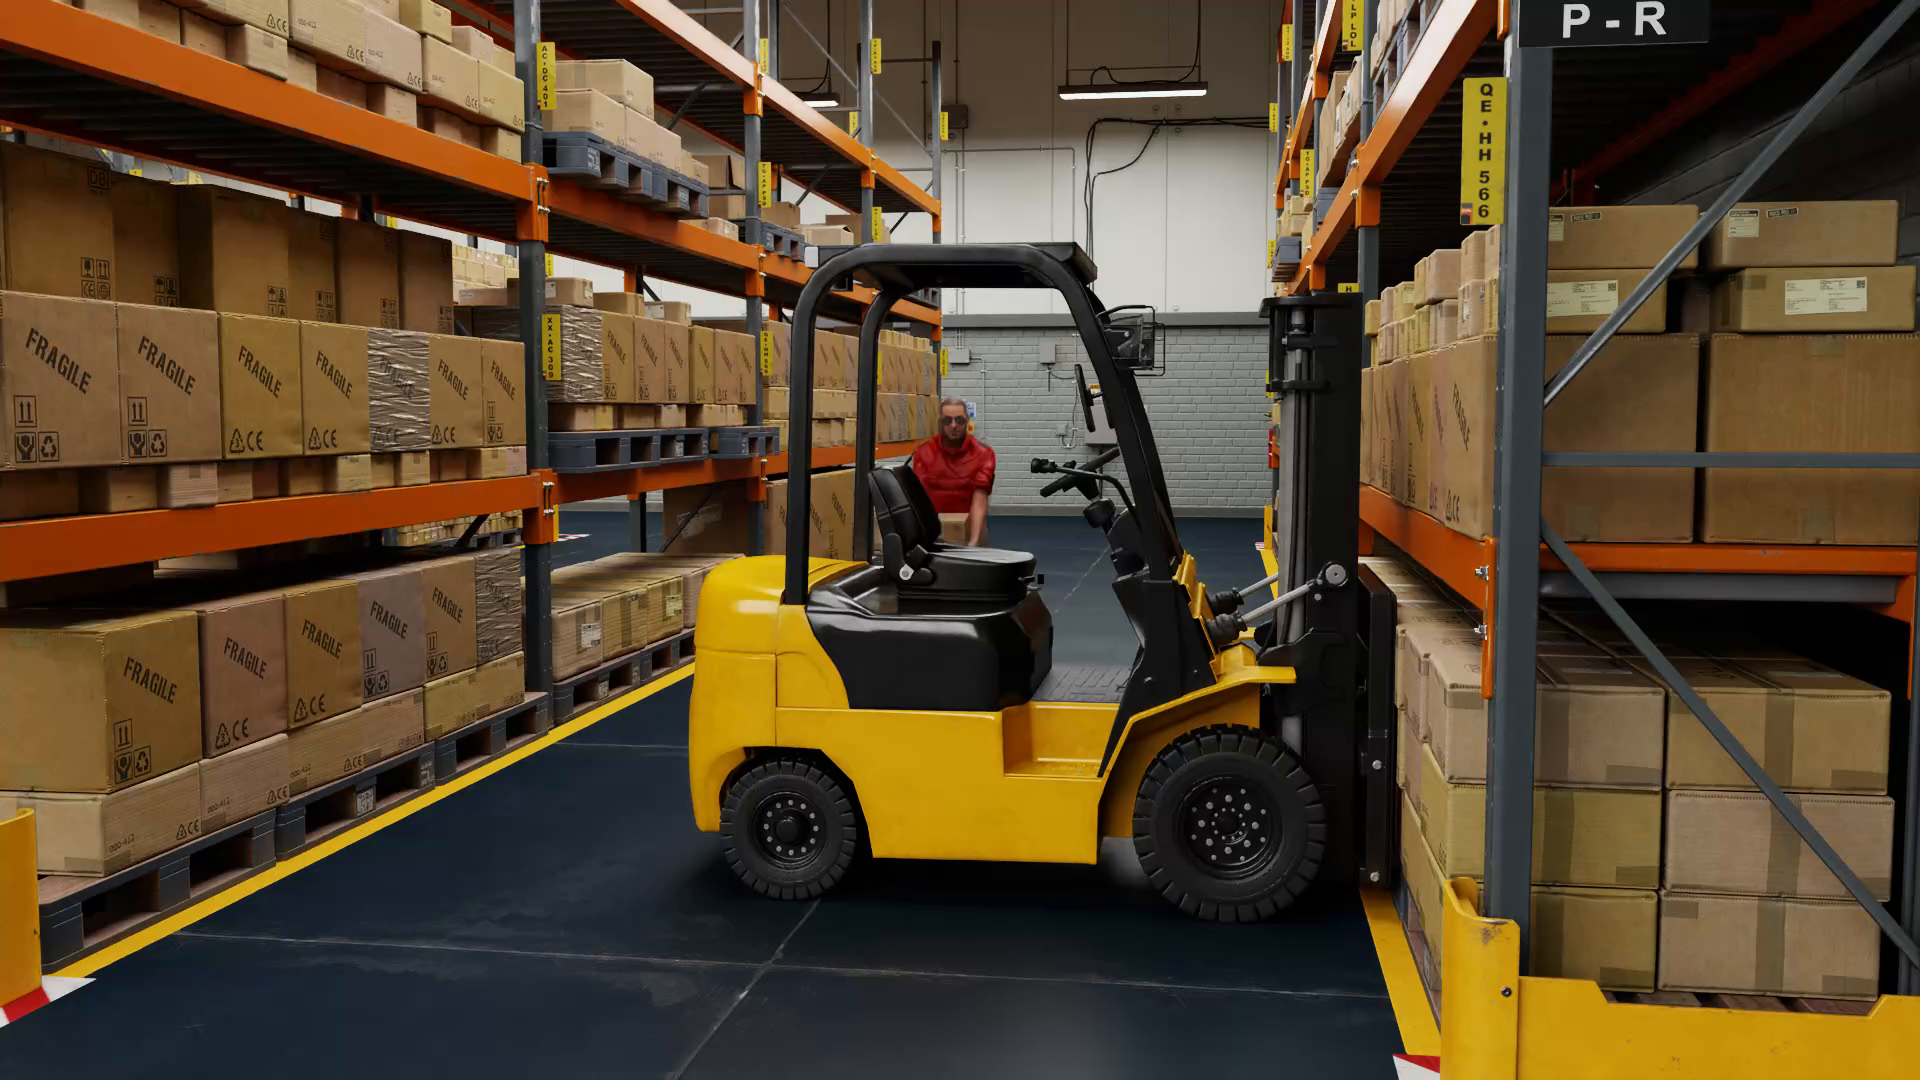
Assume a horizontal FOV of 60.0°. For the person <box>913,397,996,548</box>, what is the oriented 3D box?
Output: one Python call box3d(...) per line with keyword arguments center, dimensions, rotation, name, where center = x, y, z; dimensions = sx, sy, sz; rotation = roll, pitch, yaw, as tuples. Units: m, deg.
box3d(center=(-0.034, 0.027, 9.631), dimensions=(0.482, 1.701, 0.578), rotation=(1, 4, 8), name="person")
